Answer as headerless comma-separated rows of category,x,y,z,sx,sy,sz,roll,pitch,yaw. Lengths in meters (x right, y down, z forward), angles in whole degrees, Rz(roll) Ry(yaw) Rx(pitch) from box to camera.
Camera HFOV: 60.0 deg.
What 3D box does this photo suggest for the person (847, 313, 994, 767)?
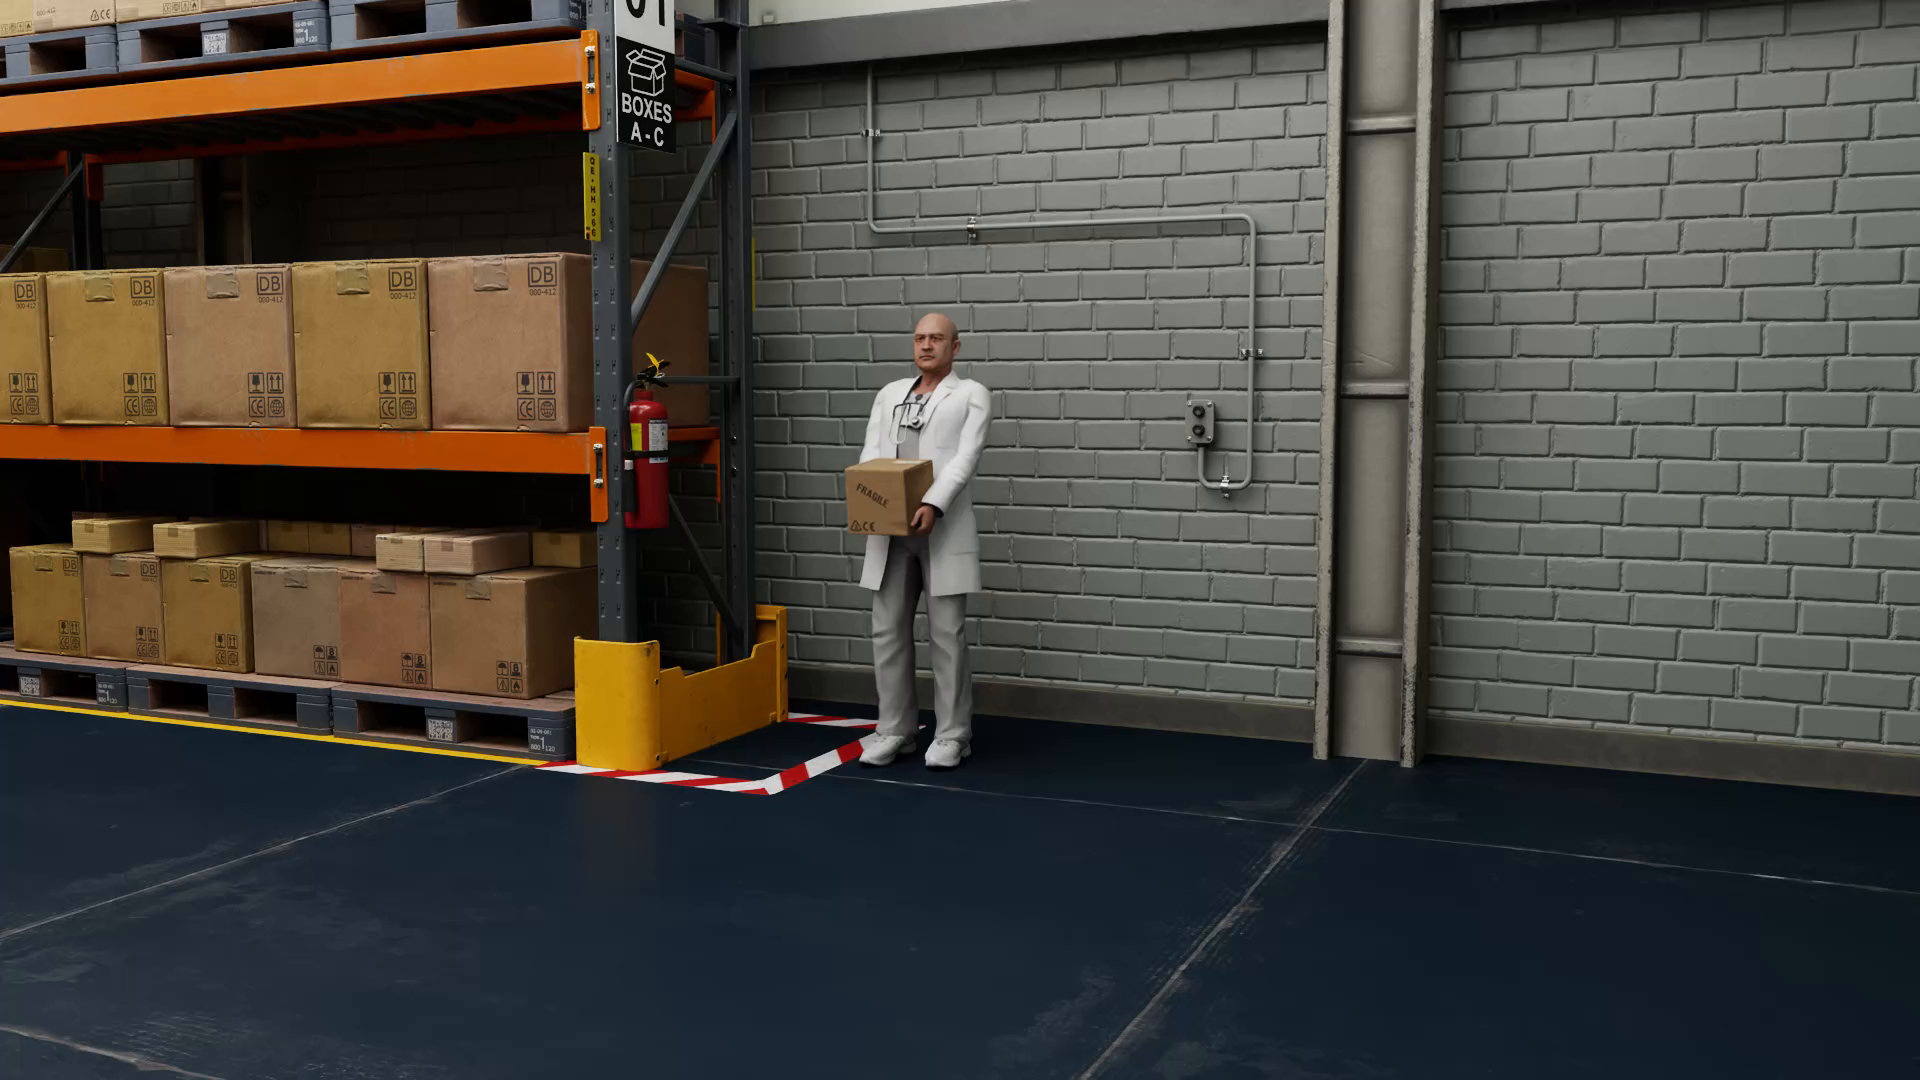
person,-0.179,0.000,6.500,0.529,1.772,0.553,3,6,25
